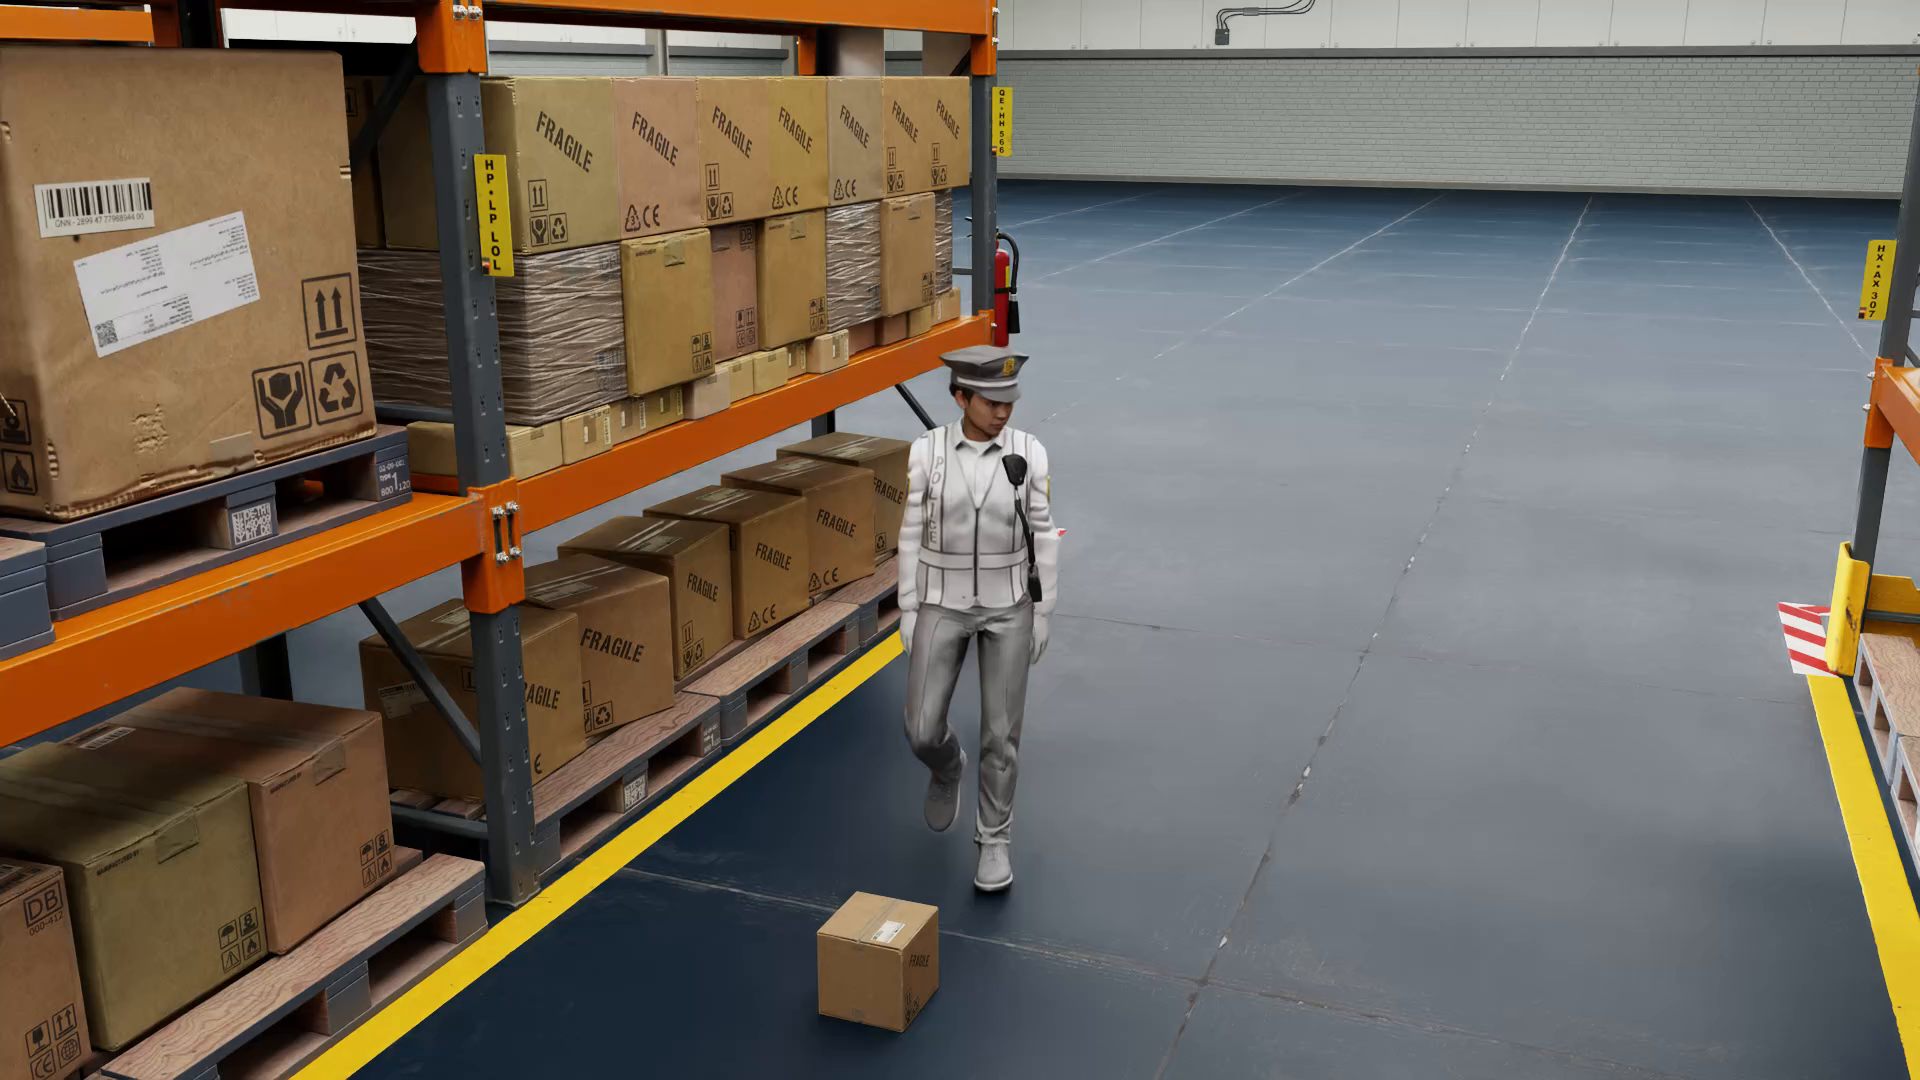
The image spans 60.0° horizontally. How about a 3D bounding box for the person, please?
[{"bbox_3d":[0.057,0.227,5.120,0.498,1.665,0.488,0,16,-1],"label":"person"}]
